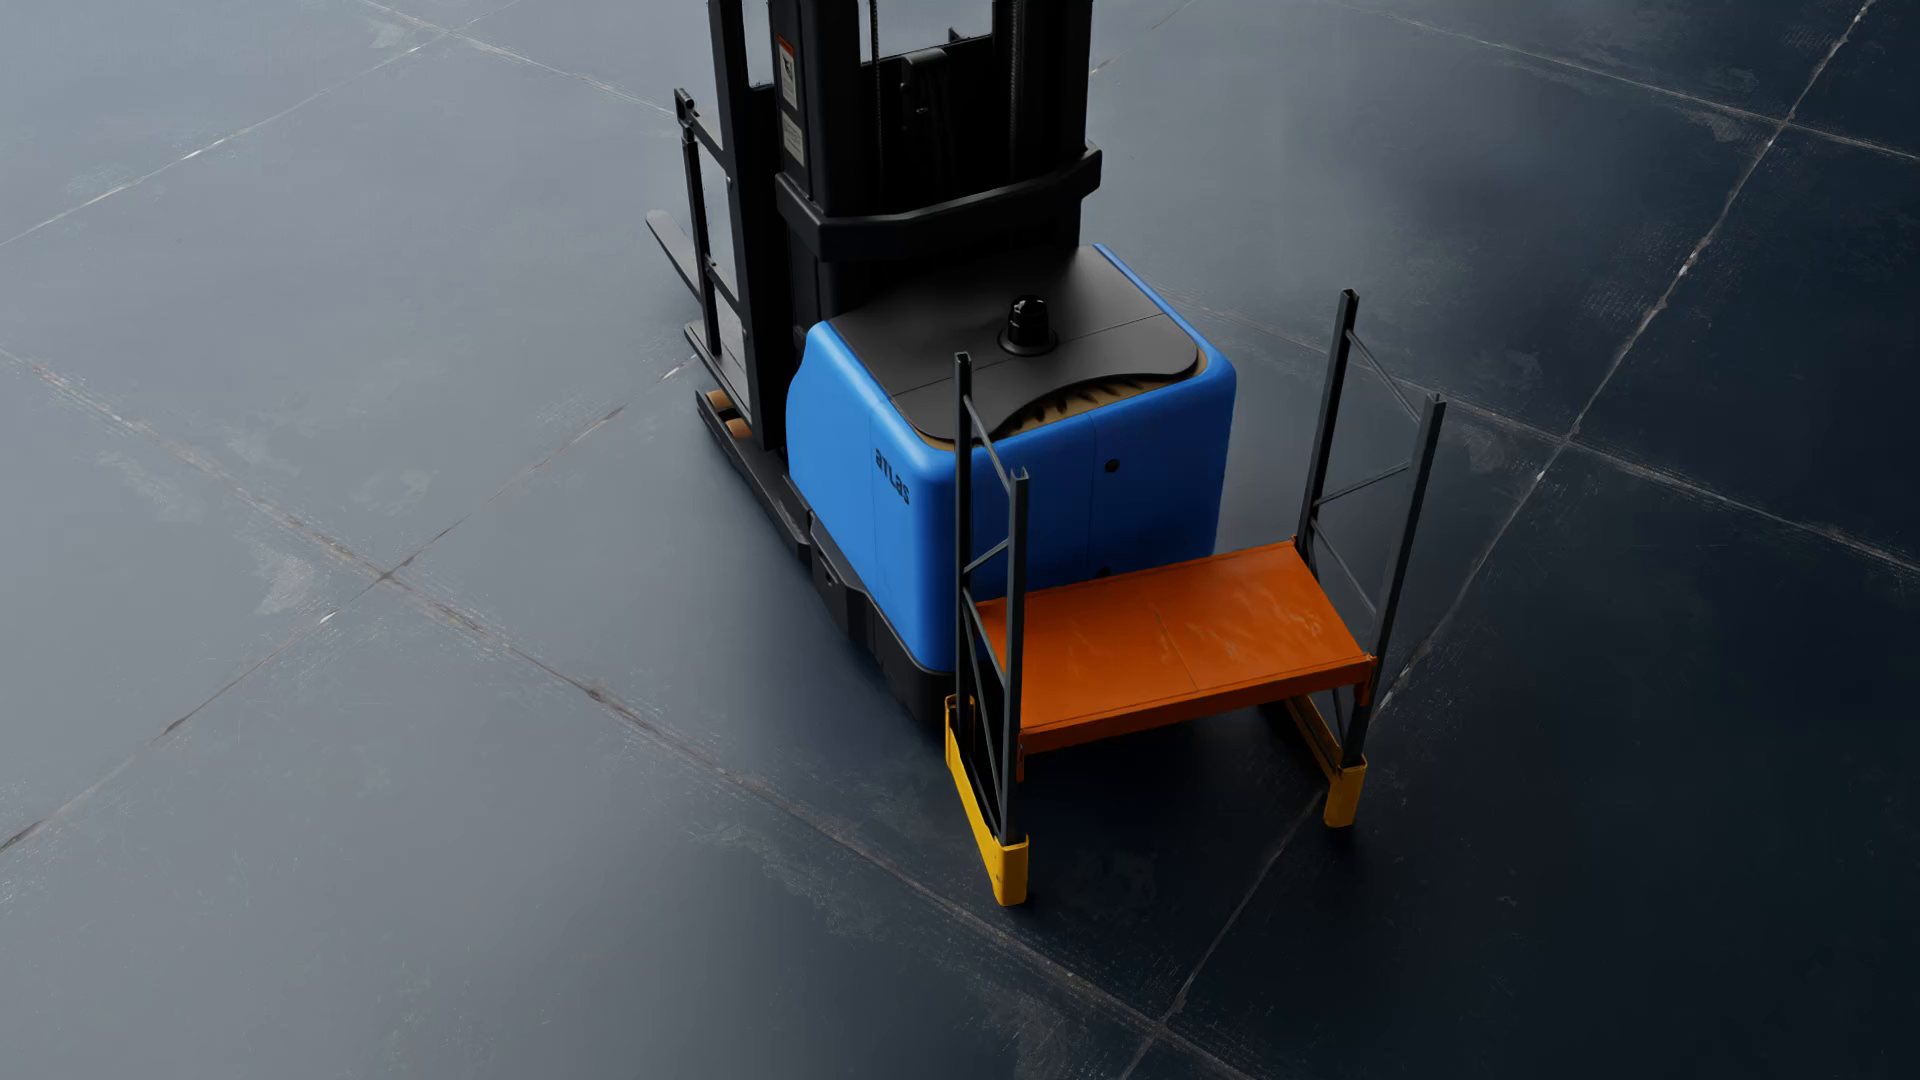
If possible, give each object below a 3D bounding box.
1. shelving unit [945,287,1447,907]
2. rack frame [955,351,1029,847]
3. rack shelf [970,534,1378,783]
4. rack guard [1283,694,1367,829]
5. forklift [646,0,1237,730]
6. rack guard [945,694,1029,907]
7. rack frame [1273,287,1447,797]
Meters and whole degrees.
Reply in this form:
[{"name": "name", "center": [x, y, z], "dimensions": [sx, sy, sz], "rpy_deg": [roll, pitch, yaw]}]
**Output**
[{"name": "shelving unit", "center": [0.550, 0.175, 4.430], "dimensions": [1.083, 1.500, 0.587], "rpy_deg": [-11, 43, -12]}, {"name": "rack frame", "center": [0.070, 0.266, 4.328], "dimensions": [0.032, 1.500, 0.500], "rpy_deg": [-11, 43, -12]}, {"name": "rack shelf", "center": [0.559, 0.307, 4.551], "dimensions": [1.000, 0.185, 0.538], "rpy_deg": [-11, 43, -12]}, {"name": "rack guard", "center": [1.029, 0.550, 4.948], "dimensions": [0.087, 0.250, 0.587], "rpy_deg": [-11, 43, -12]}, {"name": "forklift", "center": [-0.320, -1.498, 5.226], "dimensions": [1.130, 2.935, 3.031], "rpy_deg": [-19, 45, -20]}, {"name": "rack guard", "center": [0.071, 0.732, 4.745], "dimensions": [0.087, 0.250, 0.587], "rpy_deg": [-11, 43, -12]}, {"name": "rack frame", "center": [1.048, 0.081, 4.535], "dimensions": [0.032, 1.500, 0.500], "rpy_deg": [-11, 43, -12]}]
